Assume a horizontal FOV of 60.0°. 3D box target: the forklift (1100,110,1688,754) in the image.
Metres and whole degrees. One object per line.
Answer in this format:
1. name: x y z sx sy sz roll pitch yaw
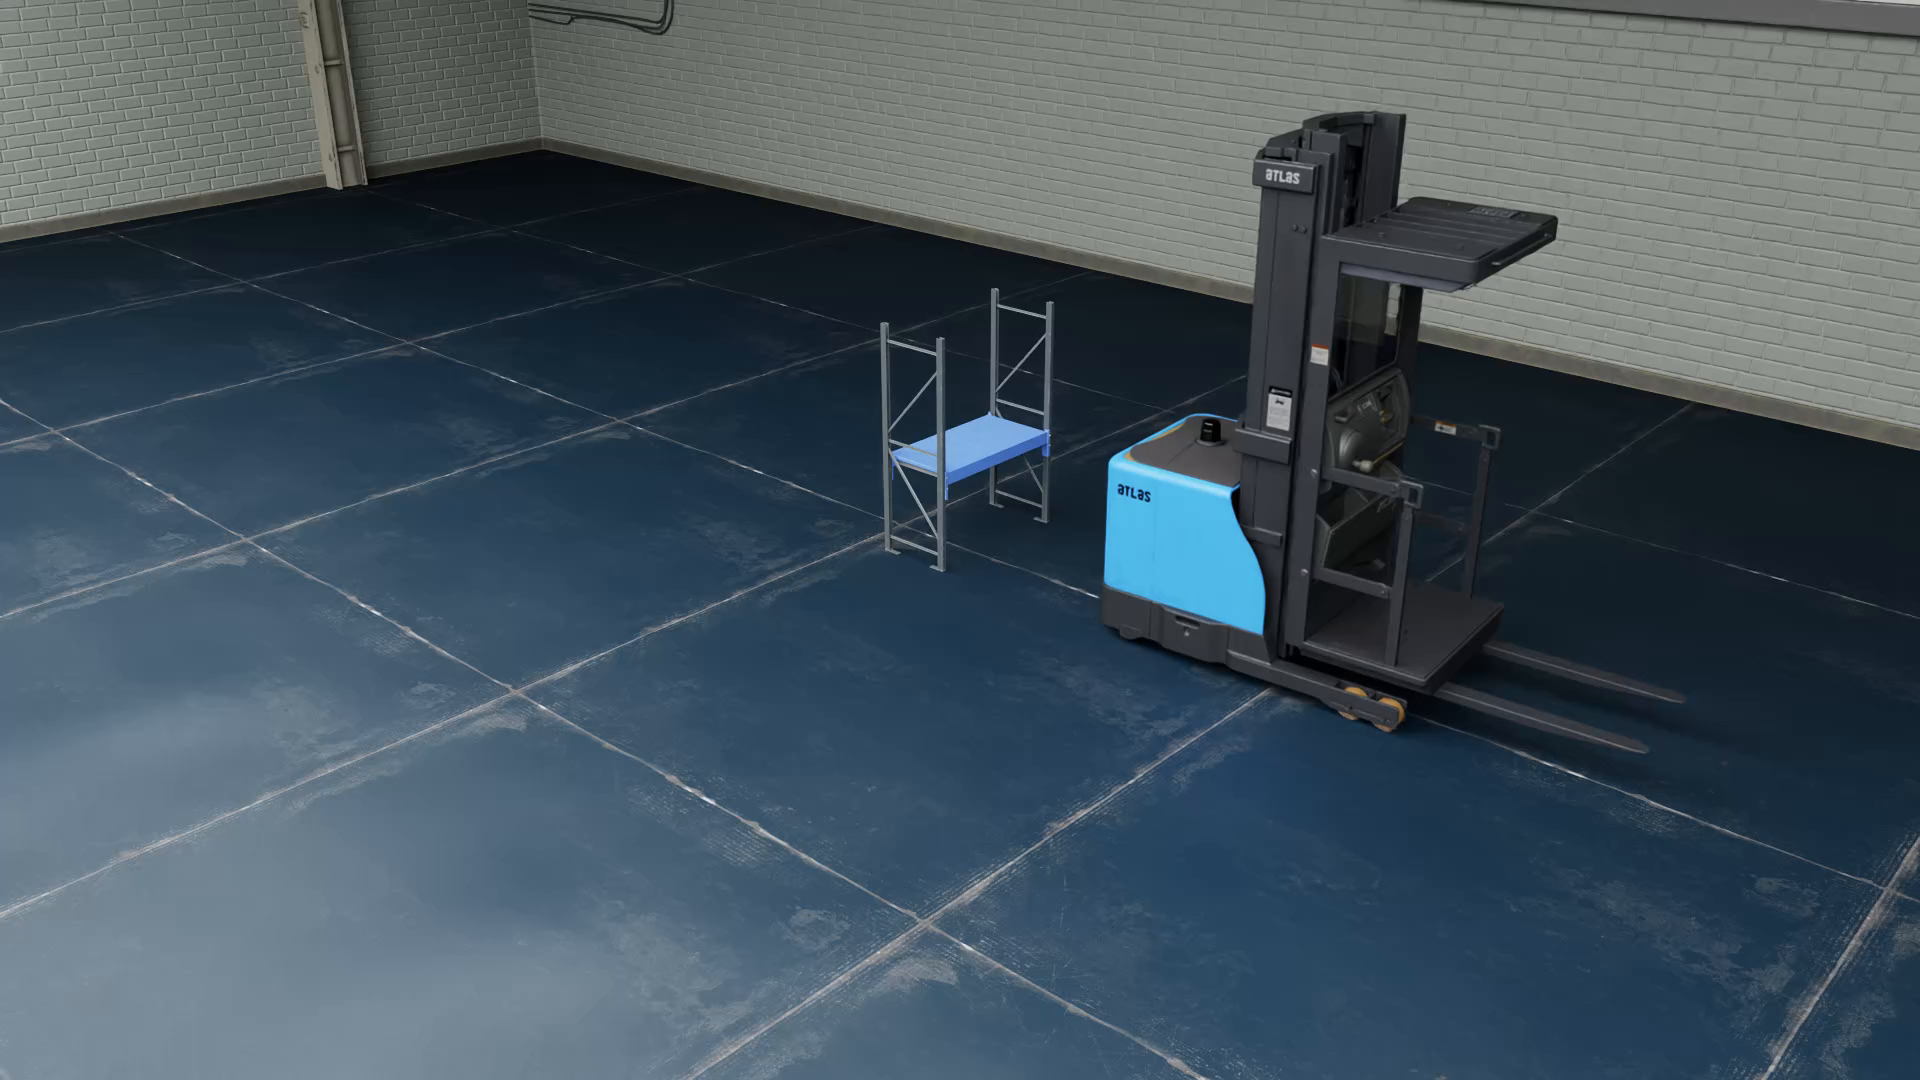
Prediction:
1. forklift: 2.280 -0.601 8.507 3.031 2.935 1.130 17 29 34

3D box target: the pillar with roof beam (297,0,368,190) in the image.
1. pillar with roof beam: -4.352 -7.307 16.048 9.100 9.000 0.400 20 31 38

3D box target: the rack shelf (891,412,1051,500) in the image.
1. rack shelf: 0.057 -0.546 10.575 0.538 0.185 1.000 20 31 38

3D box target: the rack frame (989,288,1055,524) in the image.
1. rack frame: 0.396 -0.865 10.847 0.500 1.500 0.032 20 31 38

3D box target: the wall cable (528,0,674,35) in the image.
1. wall cable: -4.607 -7.602 20.501 3.097 2.526 0.112 20 31 38

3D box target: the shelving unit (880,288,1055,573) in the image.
1. shelving unit: 0.057 -0.710 10.501 0.538 1.500 1.048 20 31 38

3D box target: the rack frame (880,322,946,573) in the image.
1. rack frame: -0.282 -0.555 10.156 0.500 1.500 0.032 20 31 38
